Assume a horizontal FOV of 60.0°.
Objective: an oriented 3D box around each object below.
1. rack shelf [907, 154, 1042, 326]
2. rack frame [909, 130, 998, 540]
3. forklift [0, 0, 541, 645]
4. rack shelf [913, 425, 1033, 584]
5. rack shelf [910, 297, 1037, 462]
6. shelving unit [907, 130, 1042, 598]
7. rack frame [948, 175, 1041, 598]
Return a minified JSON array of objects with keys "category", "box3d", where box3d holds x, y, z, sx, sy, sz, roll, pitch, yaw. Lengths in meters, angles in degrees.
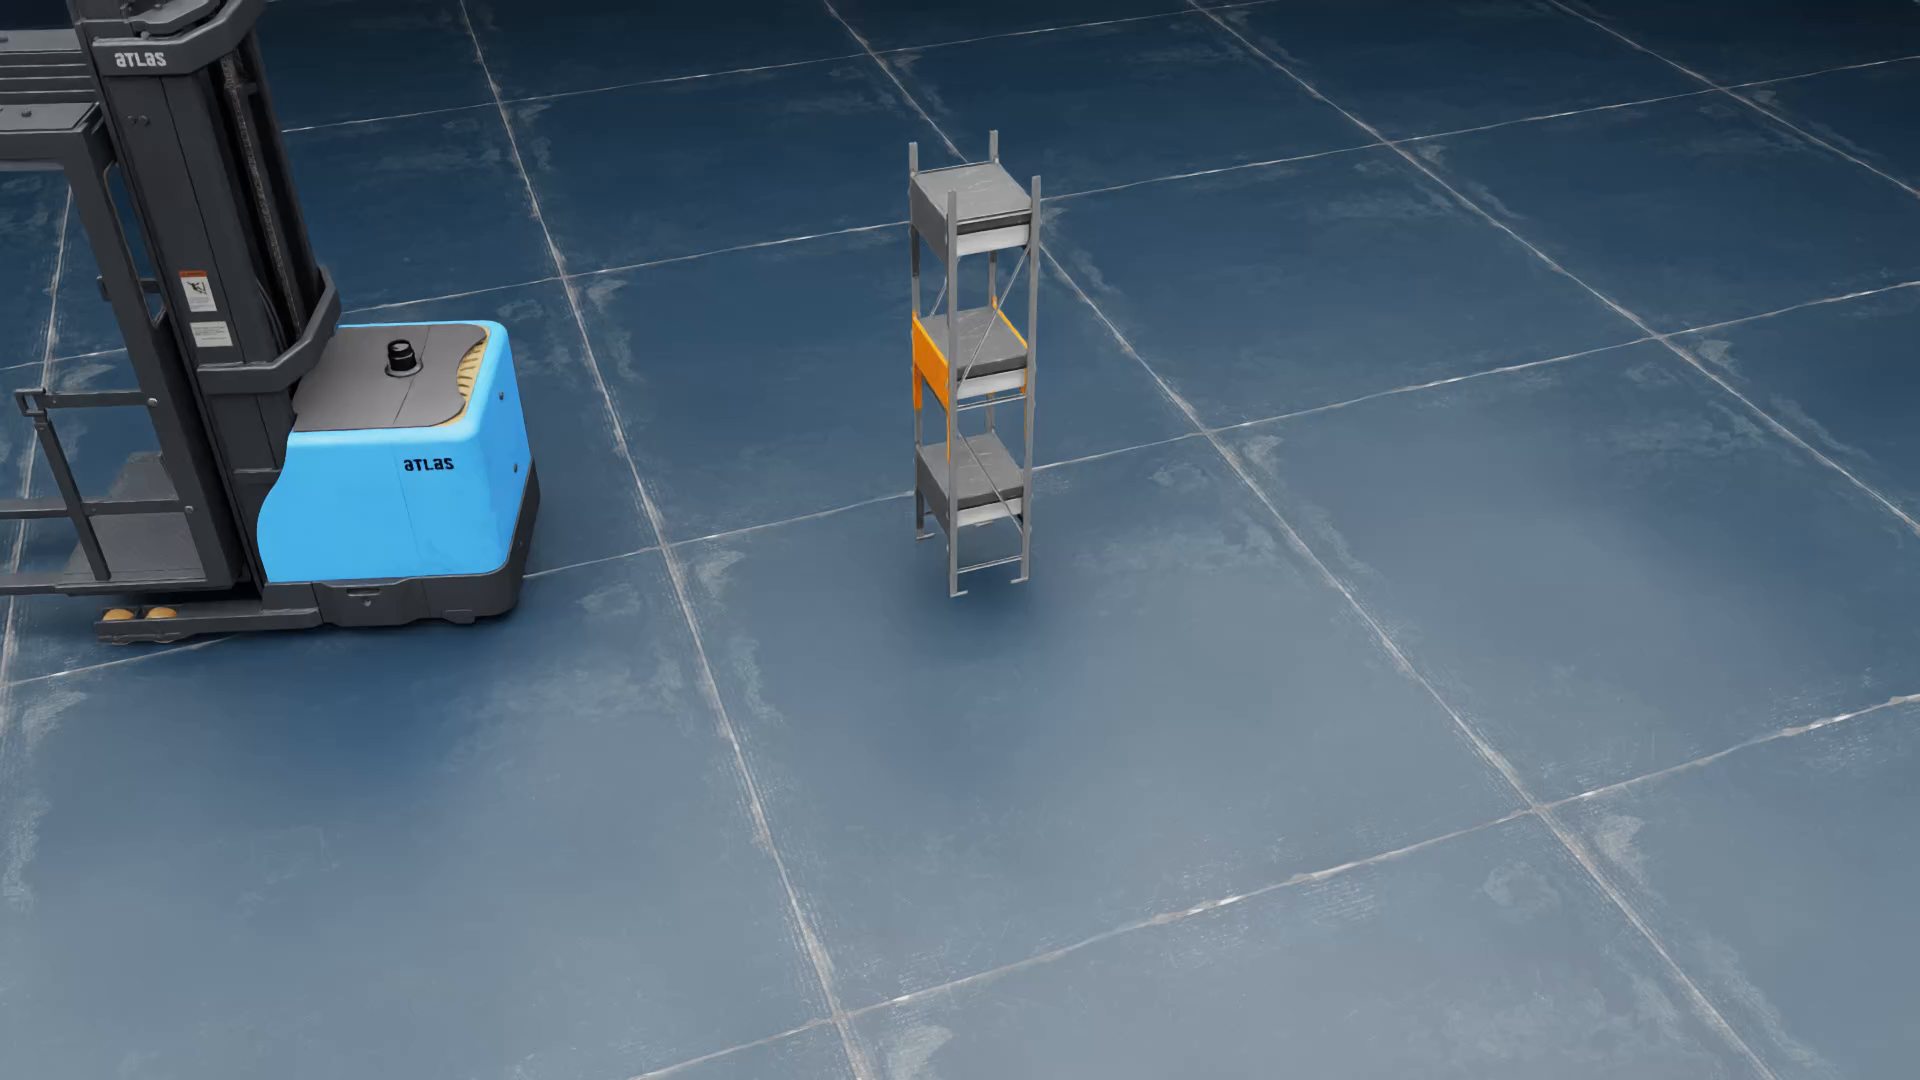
[{"category":"rack shelf","box3d":[0.057,-1.293,7.142,0.431,0.518,0.480,-12,39,-16]},{"category":"rack frame","box3d":[-0.027,-0.883,7.738,0.400,2.100,0.015,-12,39,-16]},{"category":"forklift","box3d":[-3.622,-1.017,7.225,3.031,2.935,1.130,-2,37,-3]},{"category":"rack shelf","box3d":[0.057,-0.175,7.984,0.431,0.518,0.480,-12,39,-16]},{"category":"rack shelf","box3d":[0.057,-0.734,7.563,0.431,0.518,0.480,-12,39,-16]},{"category":"shelving unit","box3d":[0.057,-0.745,7.555,0.431,2.100,0.503,-12,39,-16]},{"category":"rack frame","box3d":[0.141,-0.607,7.372,0.400,2.100,0.015,-12,39,-16]}]
